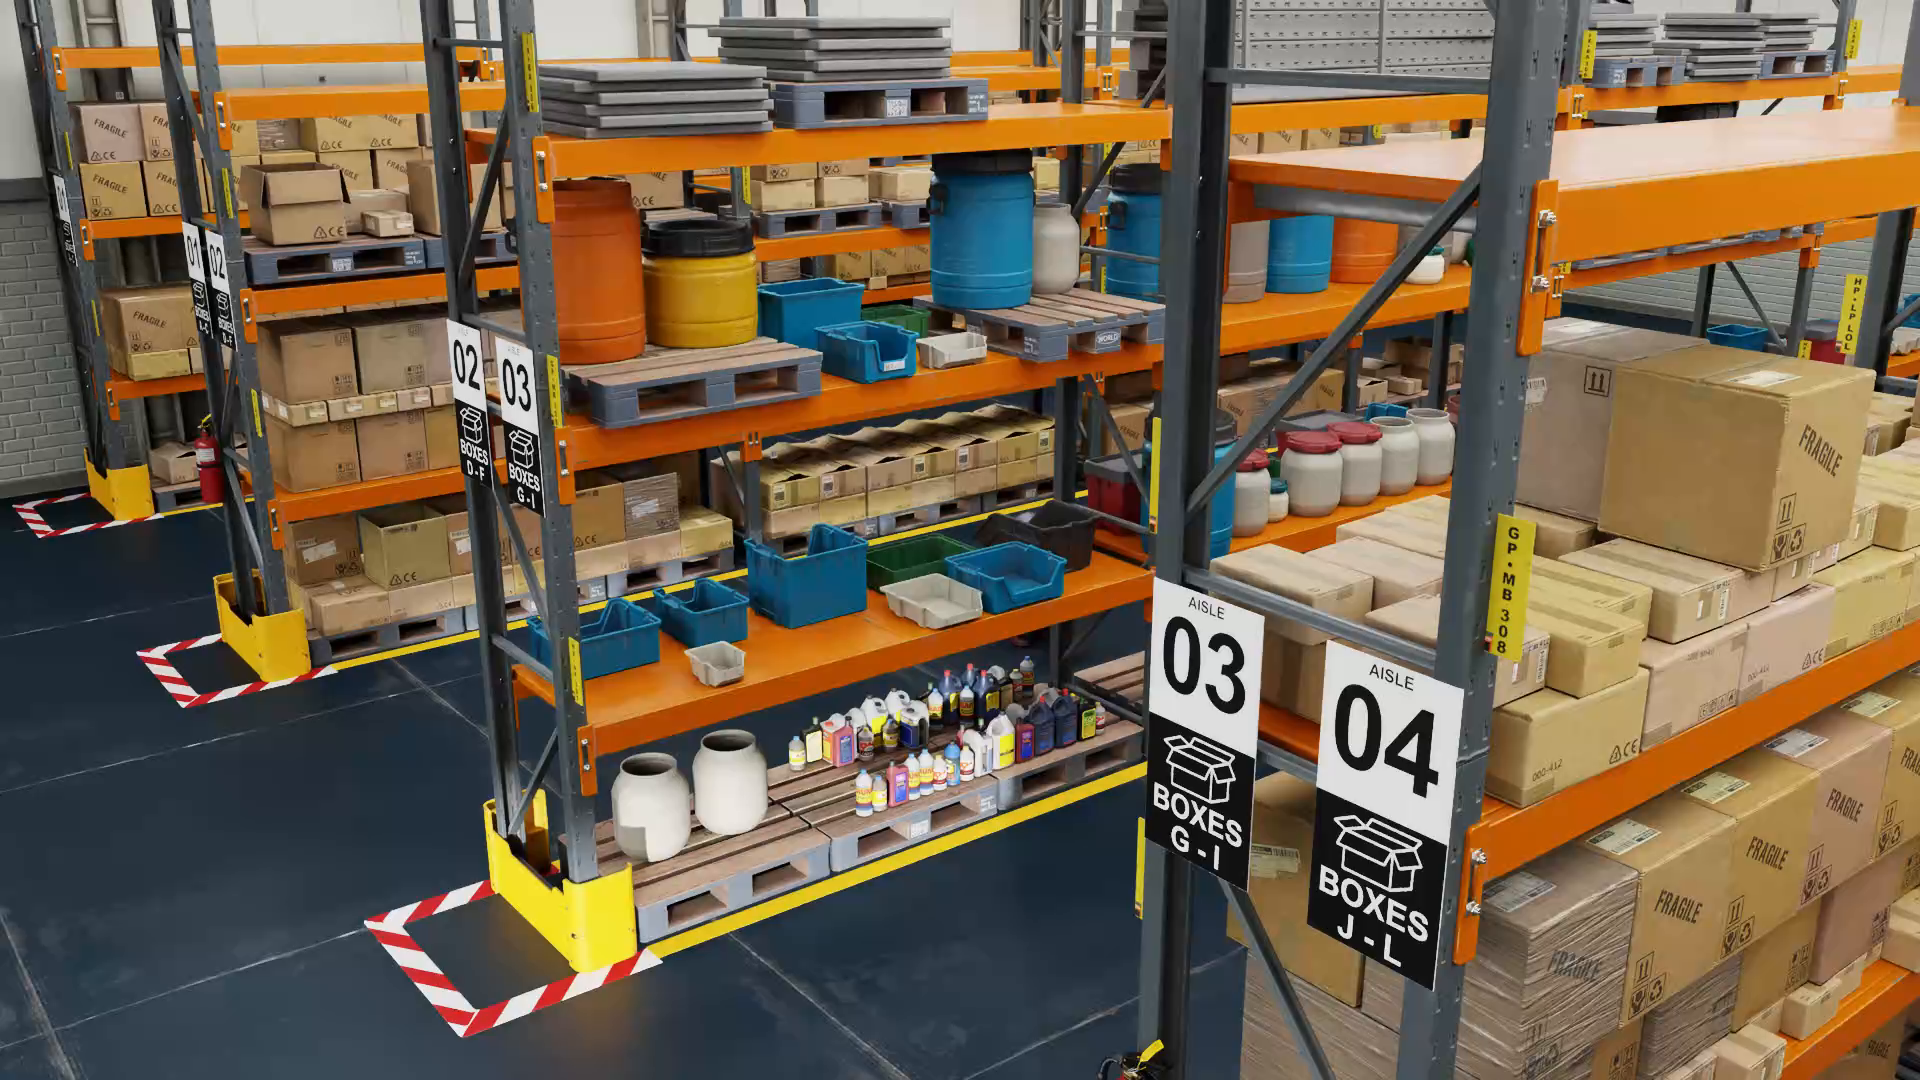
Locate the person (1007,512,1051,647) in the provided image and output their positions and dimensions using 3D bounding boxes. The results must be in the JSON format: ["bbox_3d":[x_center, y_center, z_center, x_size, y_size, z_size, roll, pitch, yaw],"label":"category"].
[{"bbox_3d":[0.669,0.253,12.579,0.476,1.170,0.816,-15,23,-38],"label":"person"}]
